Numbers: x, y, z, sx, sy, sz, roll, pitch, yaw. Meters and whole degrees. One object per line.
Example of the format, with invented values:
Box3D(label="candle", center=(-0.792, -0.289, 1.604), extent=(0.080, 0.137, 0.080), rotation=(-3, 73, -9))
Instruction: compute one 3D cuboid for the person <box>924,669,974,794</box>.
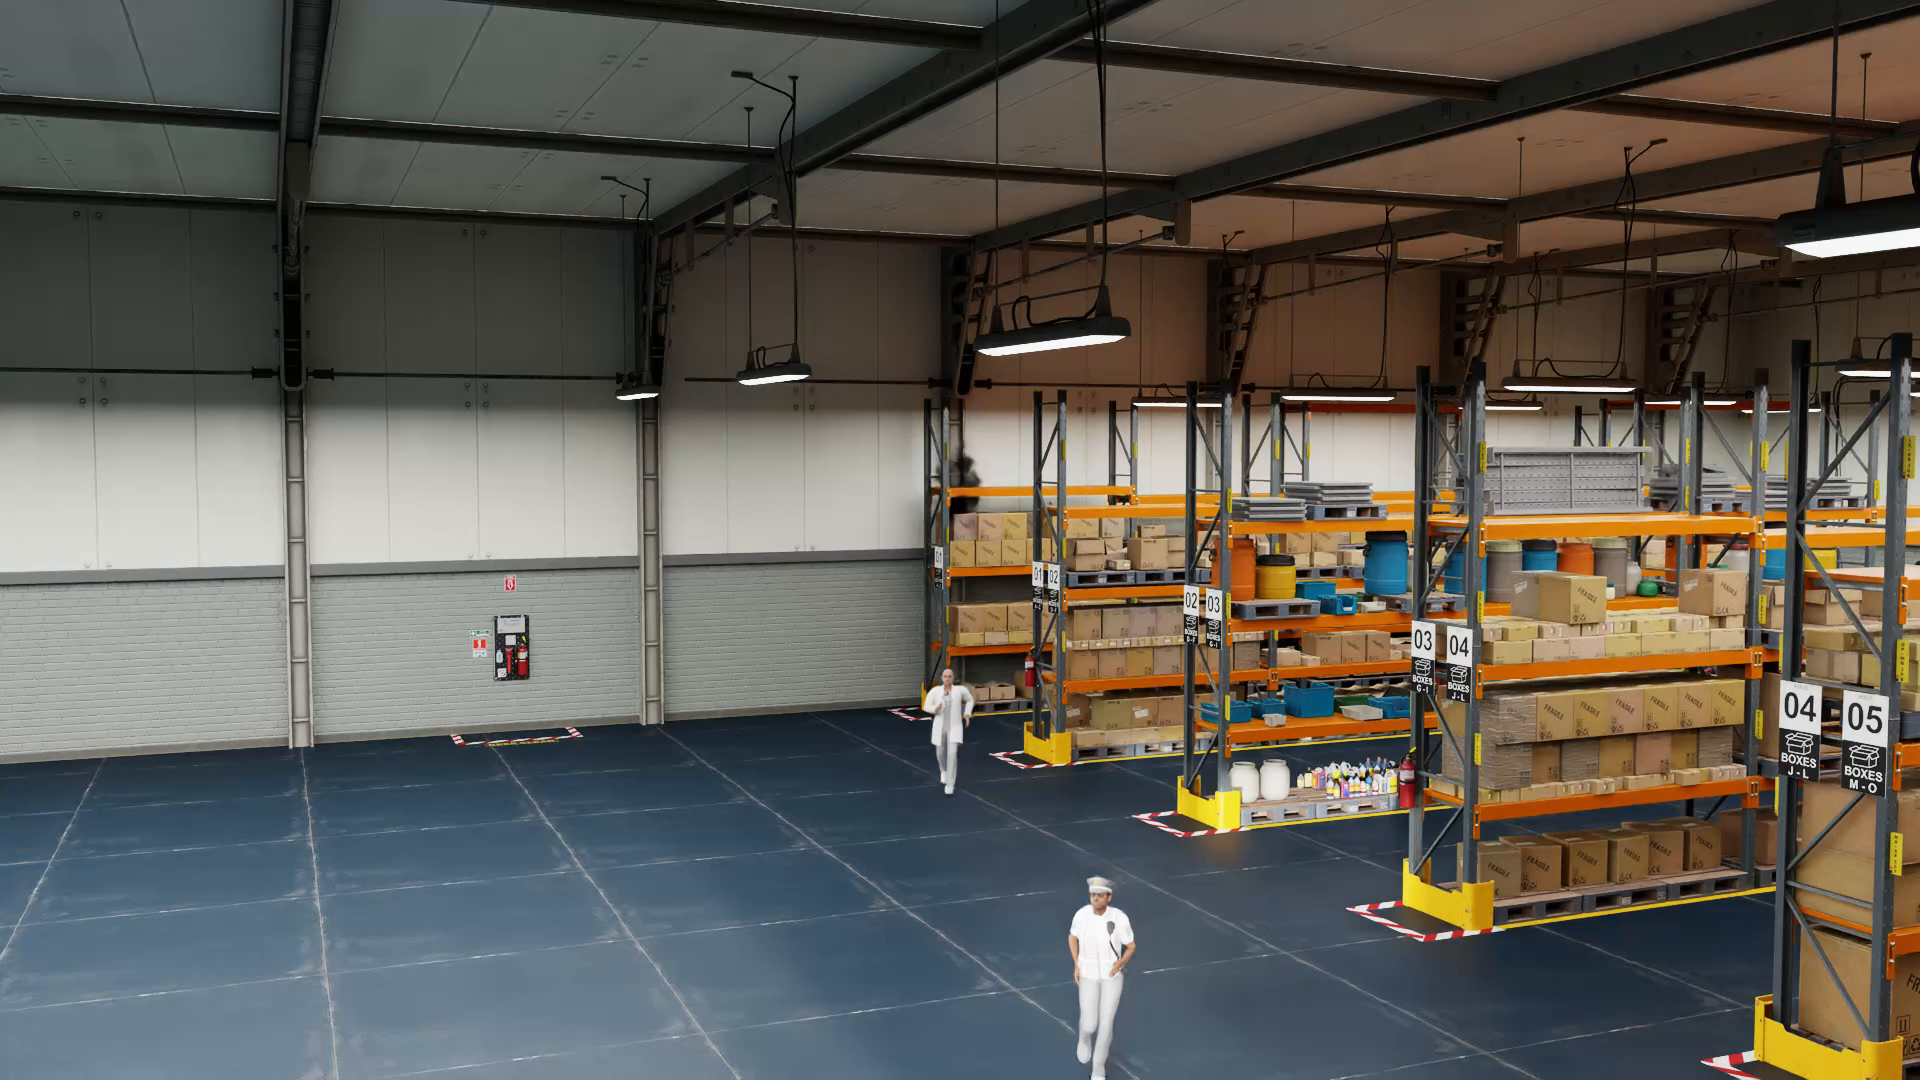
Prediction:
Box3D(label="person", center=(-0.179, 2.785, 24.644), extent=(0.705, 1.750, 1.061), rotation=(0, 3, 8))

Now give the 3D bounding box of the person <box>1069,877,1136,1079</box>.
Box3D(label="person", center=(1.142, 3.543, 13.476), extent=(0.566, 1.670, 0.571), rotation=(1, 3, 10))

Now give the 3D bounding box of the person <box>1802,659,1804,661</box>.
Box3D(label="person", center=(15.629, 2.469, 31.011), extent=(0.530, 1.732, 0.716), rotation=(-3, 4, -38))
